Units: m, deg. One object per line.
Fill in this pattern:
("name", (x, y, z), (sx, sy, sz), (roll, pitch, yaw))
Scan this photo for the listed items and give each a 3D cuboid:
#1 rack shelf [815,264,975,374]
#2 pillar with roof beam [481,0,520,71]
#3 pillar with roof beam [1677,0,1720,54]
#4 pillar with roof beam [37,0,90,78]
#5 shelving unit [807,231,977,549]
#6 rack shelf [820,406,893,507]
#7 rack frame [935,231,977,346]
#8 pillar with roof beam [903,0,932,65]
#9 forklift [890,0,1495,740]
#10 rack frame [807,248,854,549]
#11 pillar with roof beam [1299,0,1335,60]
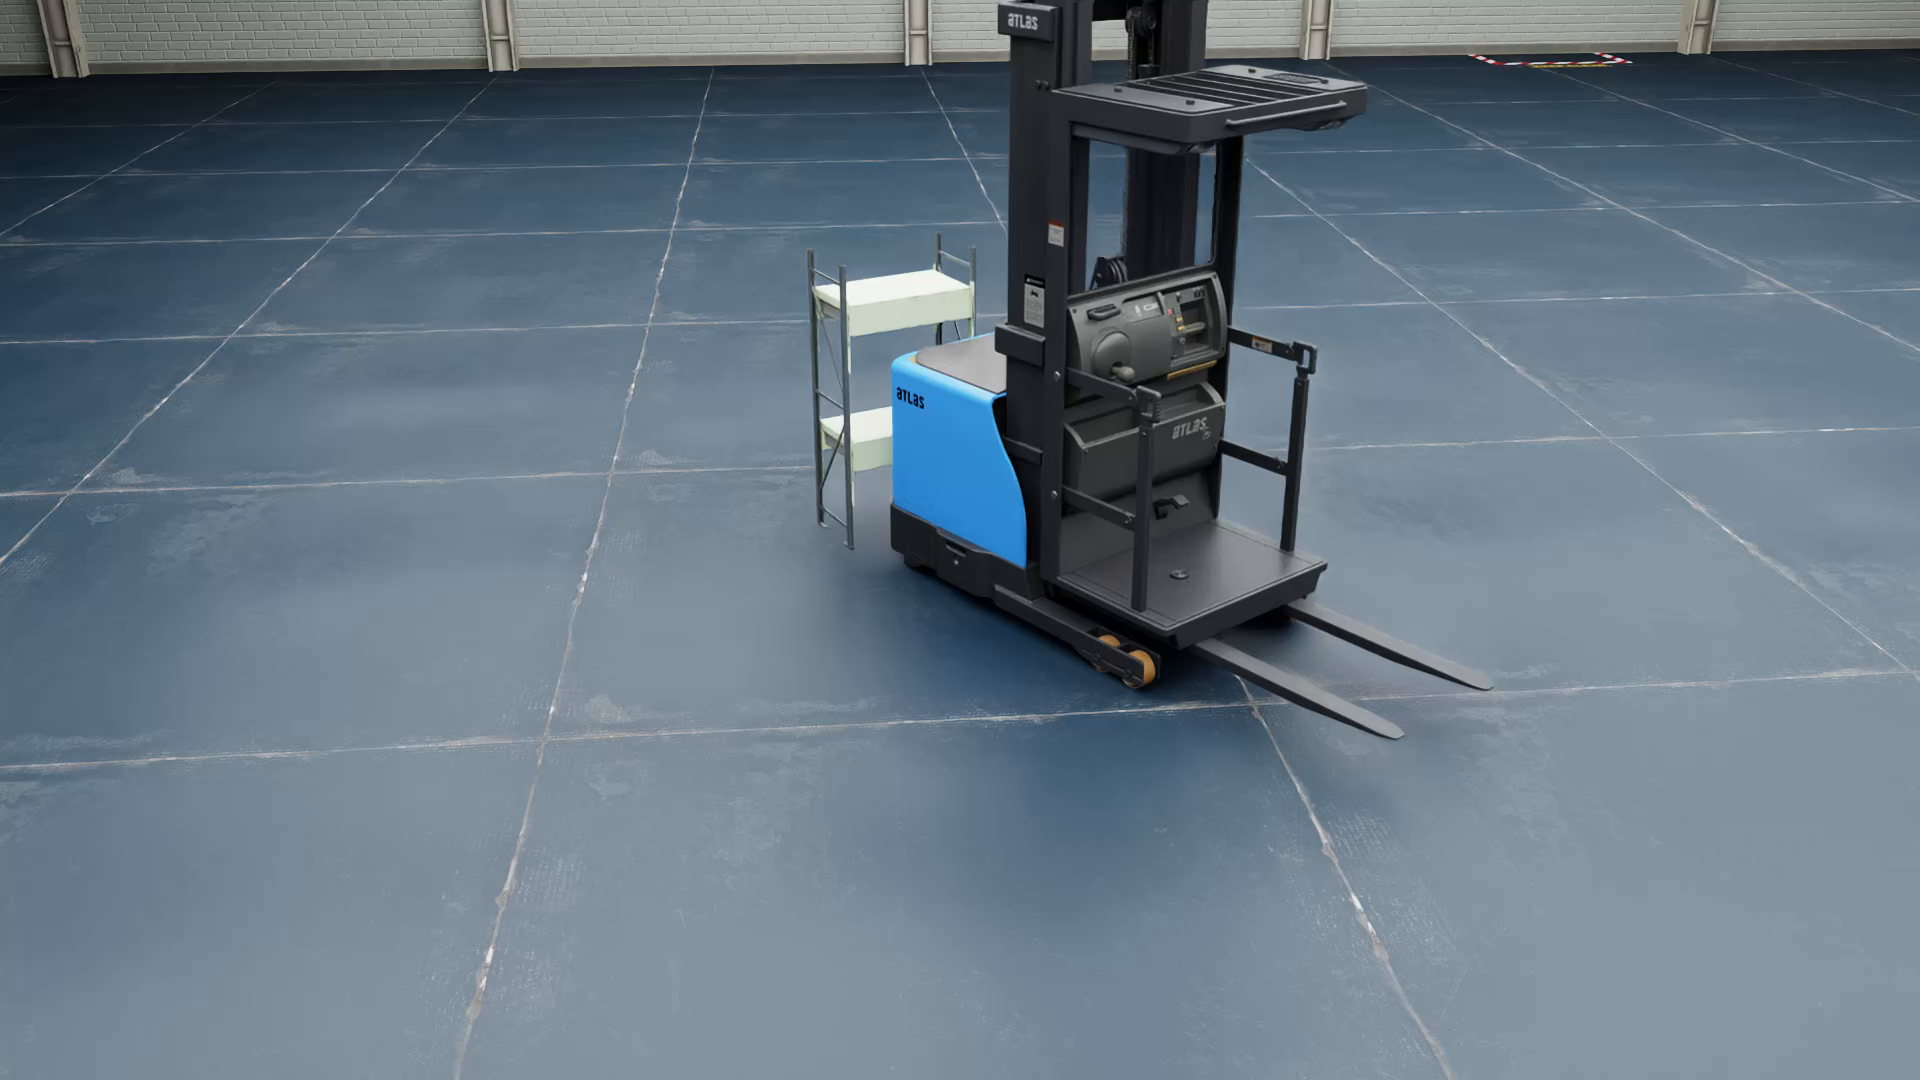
("rack shelf", (-0.342, -1.139, 8.505), (0.720, 0.370, 0.431), (-13, 27, -27))
("pillar with roof beam", (-6.169, -9.178, 18.321), (0.400, 9.000, 9.100), (-2, 24, -5))
("pillar with roof beam", (11.744, -9.897, 19.937), (0.400, 9.000, 9.100), (-2, 24, -5))
("pillar with roof beam", (-12.140, -8.939, 17.782), (0.400, 9.000, 9.100), (-2, 24, -5))
("shelving unit", (-0.342, -0.782, 8.664), (0.755, 1.500, 0.431), (-13, 27, -27))
("rack shelf", (-0.342, -0.484, 8.796), (0.720, 0.370, 0.431), (-13, 27, -27))
("rack frame", (-0.024, -0.856, 8.829), (0.023, 1.500, 0.400), (-13, 27, -27))
("pillar with roof beam", (-0.198, -9.418, 18.859), (0.400, 9.000, 9.100), (-2, 24, -5))
("forklift", (0.978, -0.919, 7.209), (1.130, 2.935, 3.031), (-19, 30, -36))
("rack frame", (-0.660, -0.709, 8.498), (0.023, 1.500, 0.400), (-13, 27, -27))
("pillar with roof beam", (5.773, -9.657, 19.398), (0.400, 9.000, 9.100), (-2, 24, -5))
